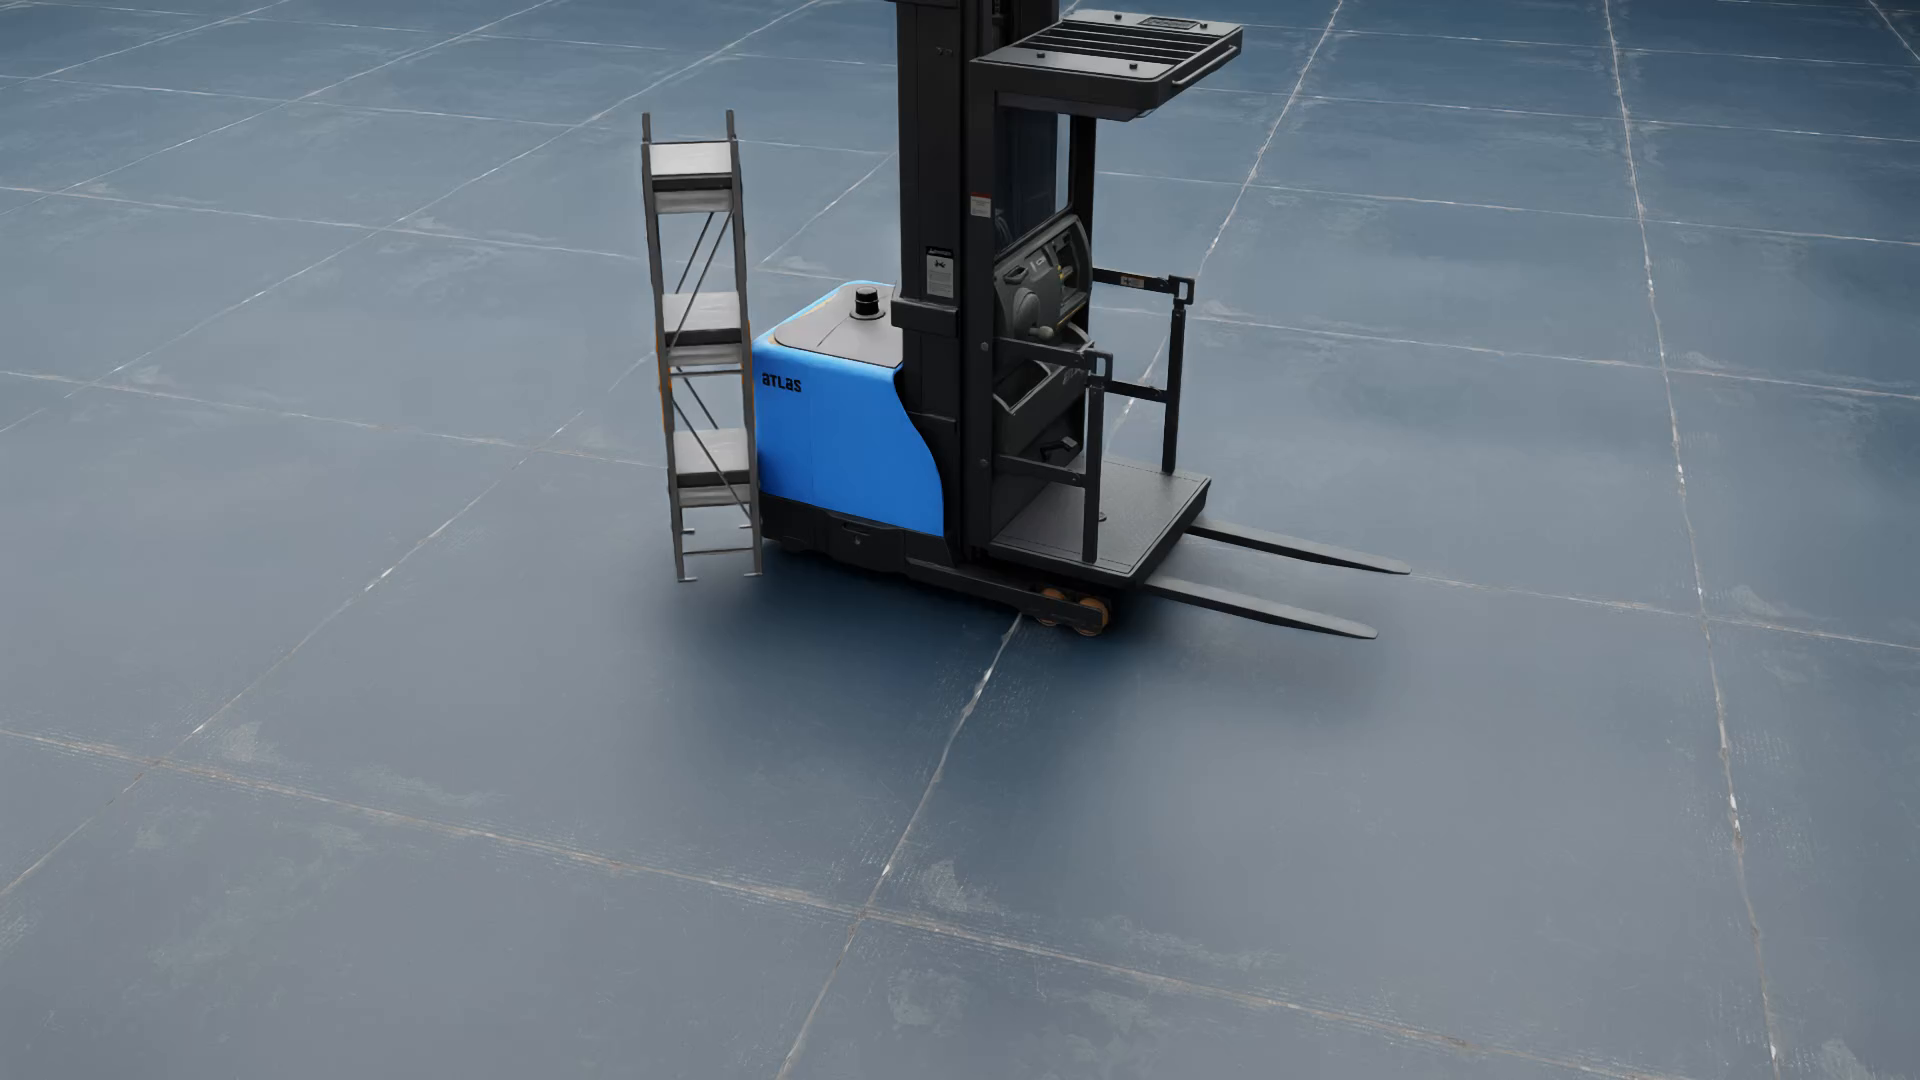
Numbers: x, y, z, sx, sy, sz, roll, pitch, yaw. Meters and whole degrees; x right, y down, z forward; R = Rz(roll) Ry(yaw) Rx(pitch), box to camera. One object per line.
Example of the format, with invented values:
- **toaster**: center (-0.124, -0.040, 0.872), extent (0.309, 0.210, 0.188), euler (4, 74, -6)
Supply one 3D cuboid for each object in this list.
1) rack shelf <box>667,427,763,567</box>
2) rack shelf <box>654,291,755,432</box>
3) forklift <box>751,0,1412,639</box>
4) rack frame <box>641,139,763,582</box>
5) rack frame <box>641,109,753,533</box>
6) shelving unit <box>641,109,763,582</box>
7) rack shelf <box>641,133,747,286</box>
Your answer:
- **rack shelf**: center (-1.177, -0.229, 7.966), extent (0.431, 0.518, 0.480), euler (-4, 29, -8)
- **rack shelf**: center (-1.170, -0.841, 7.626), extent (0.431, 0.518, 0.480), euler (-4, 29, -8)
- **forklift**: center (0.556, -1.145, 7.293), extent (3.031, 2.935, 1.130), euler (14, 32, 23)
- **rack frame**: center (-1.132, -0.736, 7.409), extent (0.400, 2.100, 0.015), euler (-4, 29, -8)
- **rack frame**: center (-1.209, -0.970, 7.830), extent (0.400, 2.100, 0.015), euler (-4, 29, -8)
- **shelving unit**: center (-1.170, -0.853, 7.620), extent (0.431, 2.100, 0.503), euler (-4, 29, -8)
- **rack shelf**: center (-1.164, -1.454, 7.287), extent (0.431, 0.518, 0.480), euler (-4, 29, -8)
